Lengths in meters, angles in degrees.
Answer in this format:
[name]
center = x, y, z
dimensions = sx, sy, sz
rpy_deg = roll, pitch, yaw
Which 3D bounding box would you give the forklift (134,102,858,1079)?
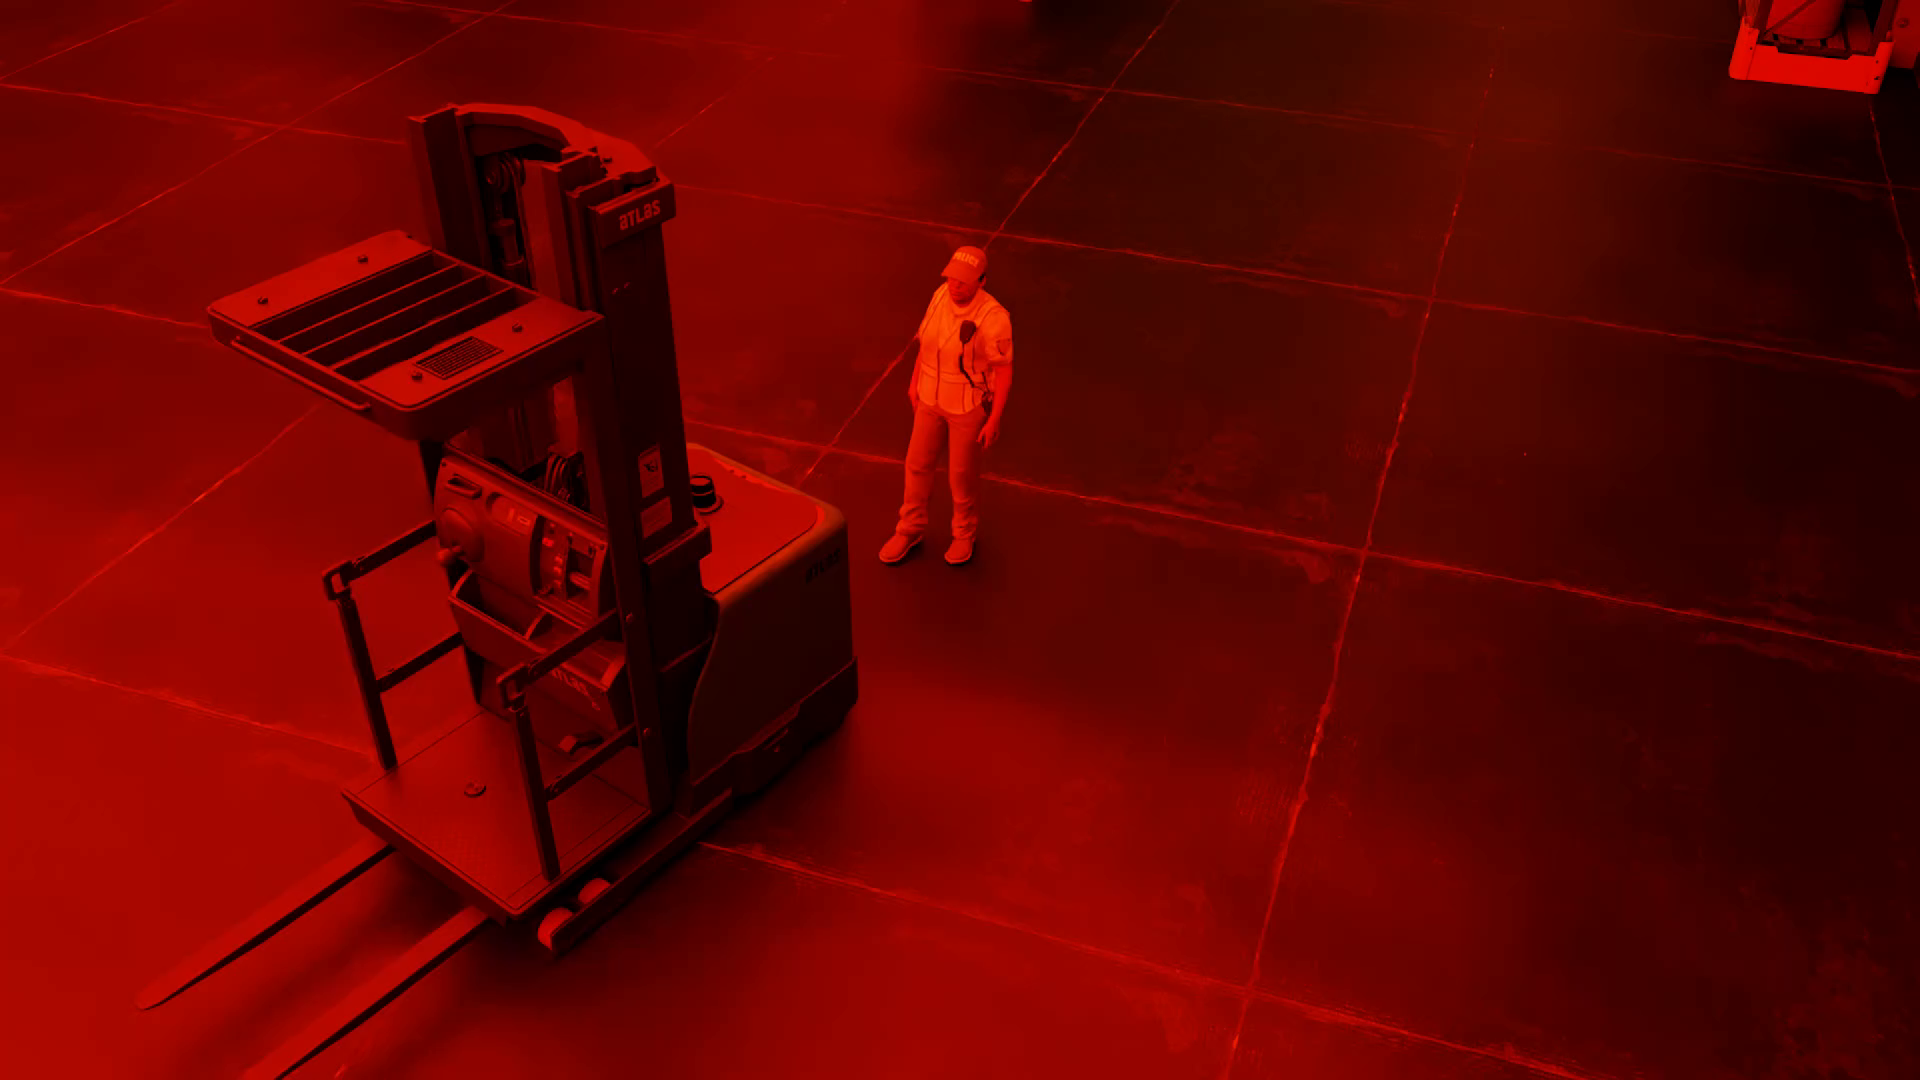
[forklift]
center = -1.759, 0.064, 6.021
dimensions = 1.130, 2.935, 3.031
rpy_deg = 24, 42, 30

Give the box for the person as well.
[person]
center = -0.068, -0.619, 8.083
dimensions = 0.566, 1.669, 0.579
rpy_deg = 25, 42, 31
